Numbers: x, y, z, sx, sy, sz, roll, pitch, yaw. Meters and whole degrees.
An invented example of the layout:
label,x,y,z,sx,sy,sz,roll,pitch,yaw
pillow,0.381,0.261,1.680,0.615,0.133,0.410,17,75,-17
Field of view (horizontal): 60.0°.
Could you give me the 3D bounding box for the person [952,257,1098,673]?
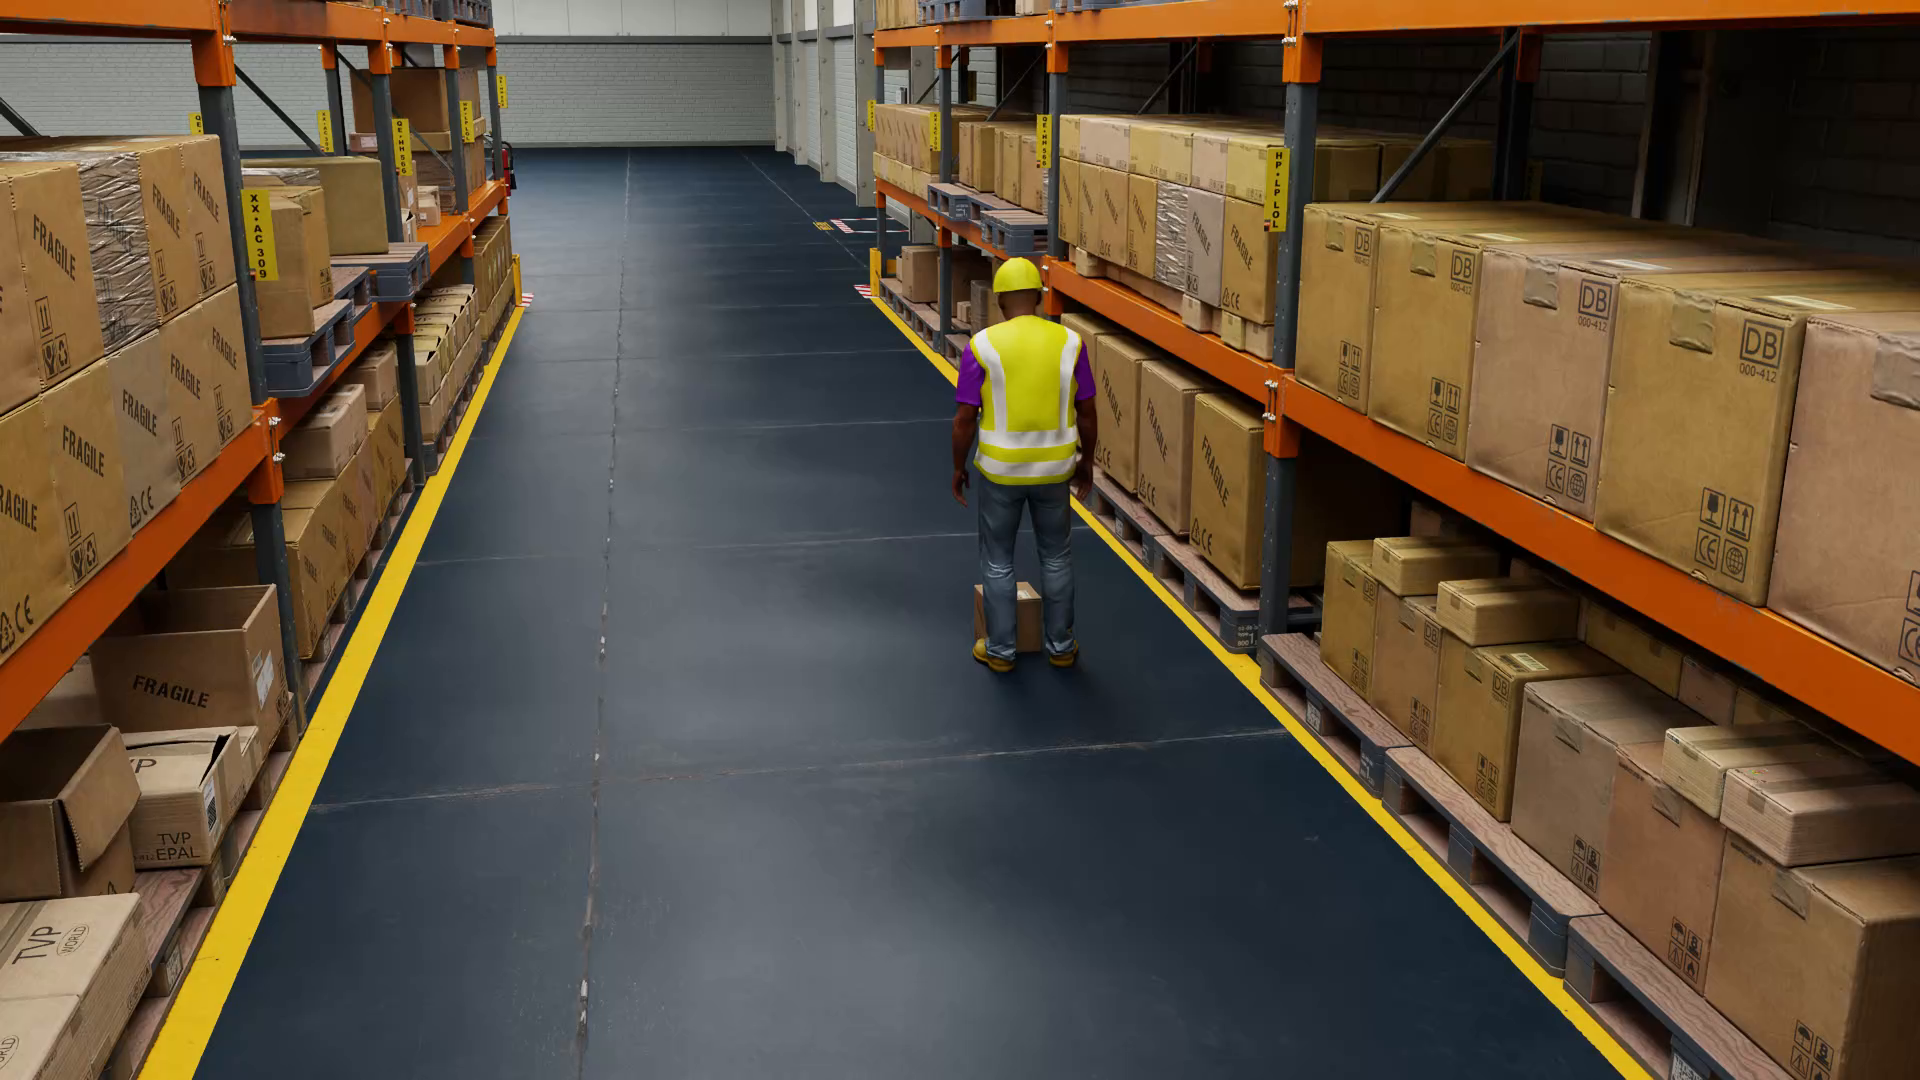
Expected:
label,x,y,z,sx,sy,sz,roll,pitch,yaw
person,0.271,-0.311,7.068,0.628,1.761,0.456,-3,16,-10
